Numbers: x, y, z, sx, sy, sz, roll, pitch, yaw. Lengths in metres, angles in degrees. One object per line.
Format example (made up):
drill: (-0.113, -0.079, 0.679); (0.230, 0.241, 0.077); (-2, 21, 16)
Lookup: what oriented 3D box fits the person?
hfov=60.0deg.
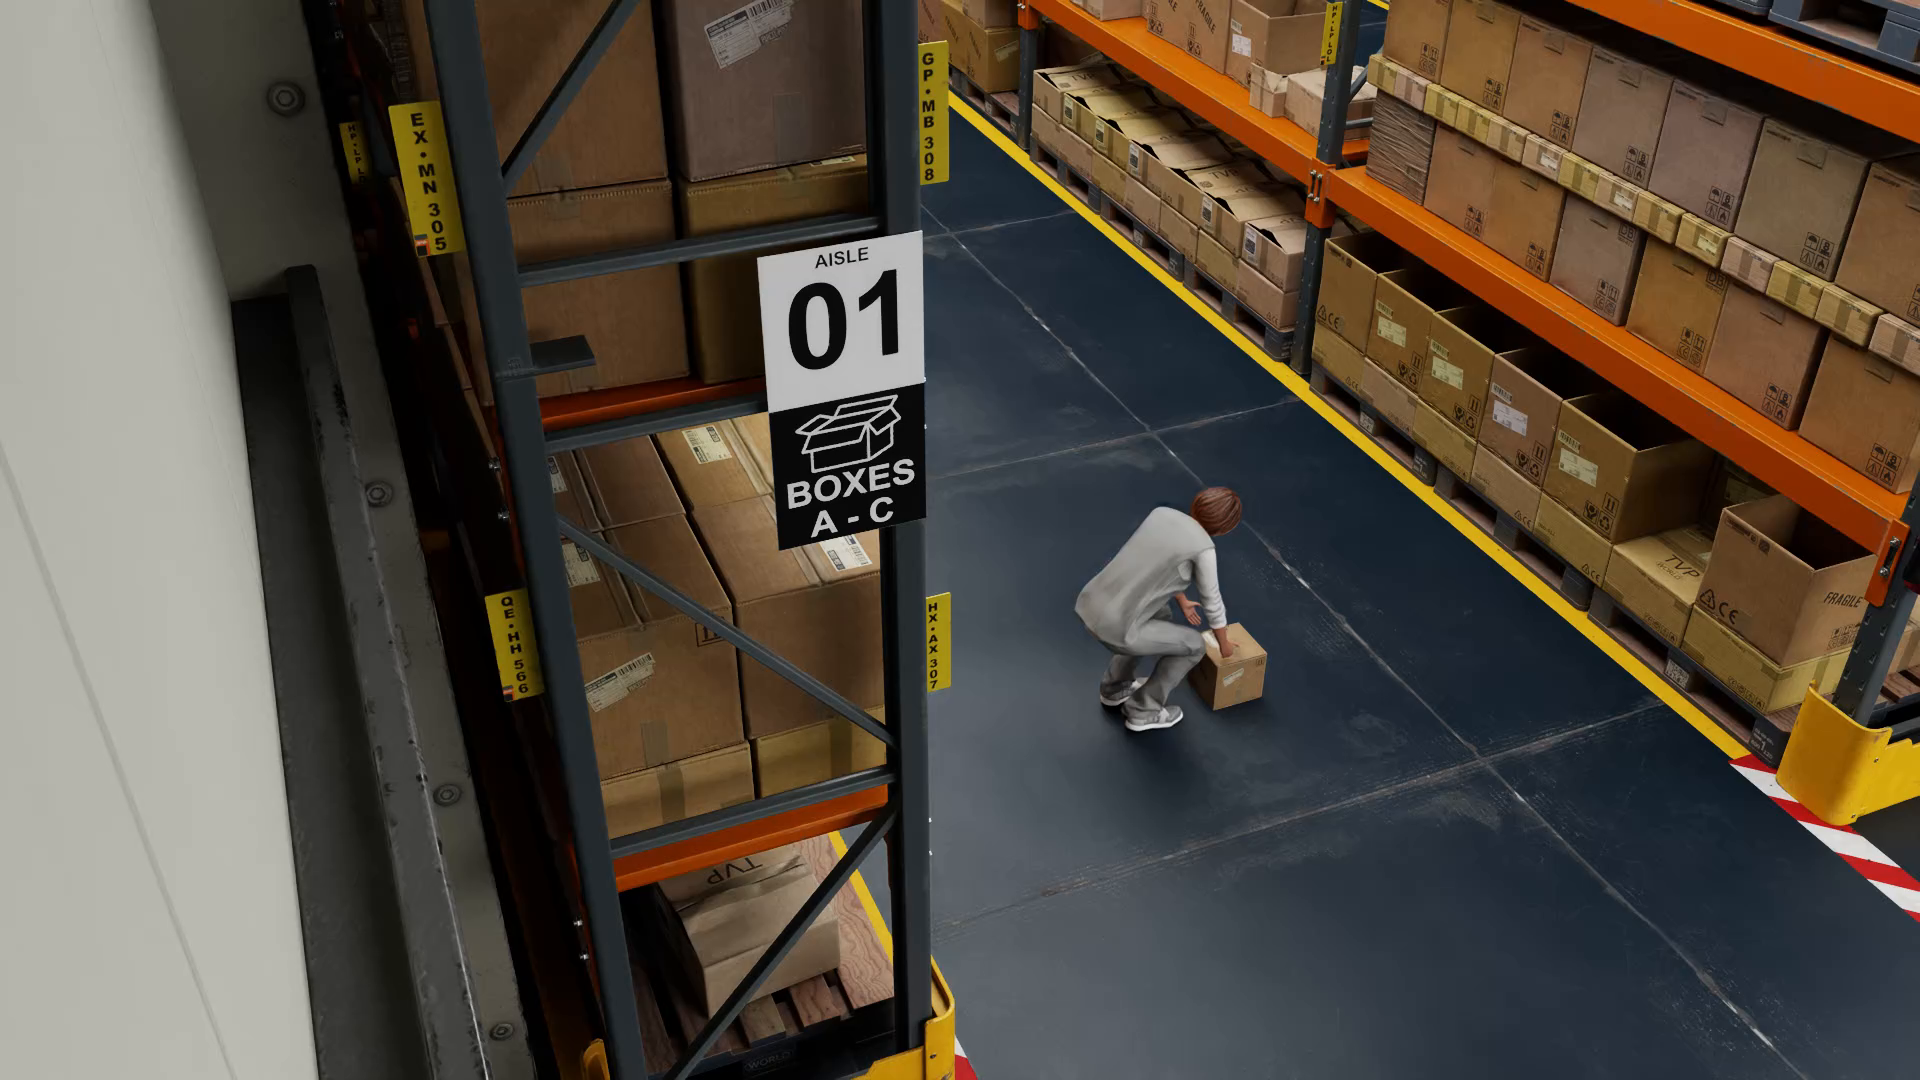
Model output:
person: (0.839, 0.299, 7.122); (0.761, 1.035, 0.456); (-13, 36, -19)
